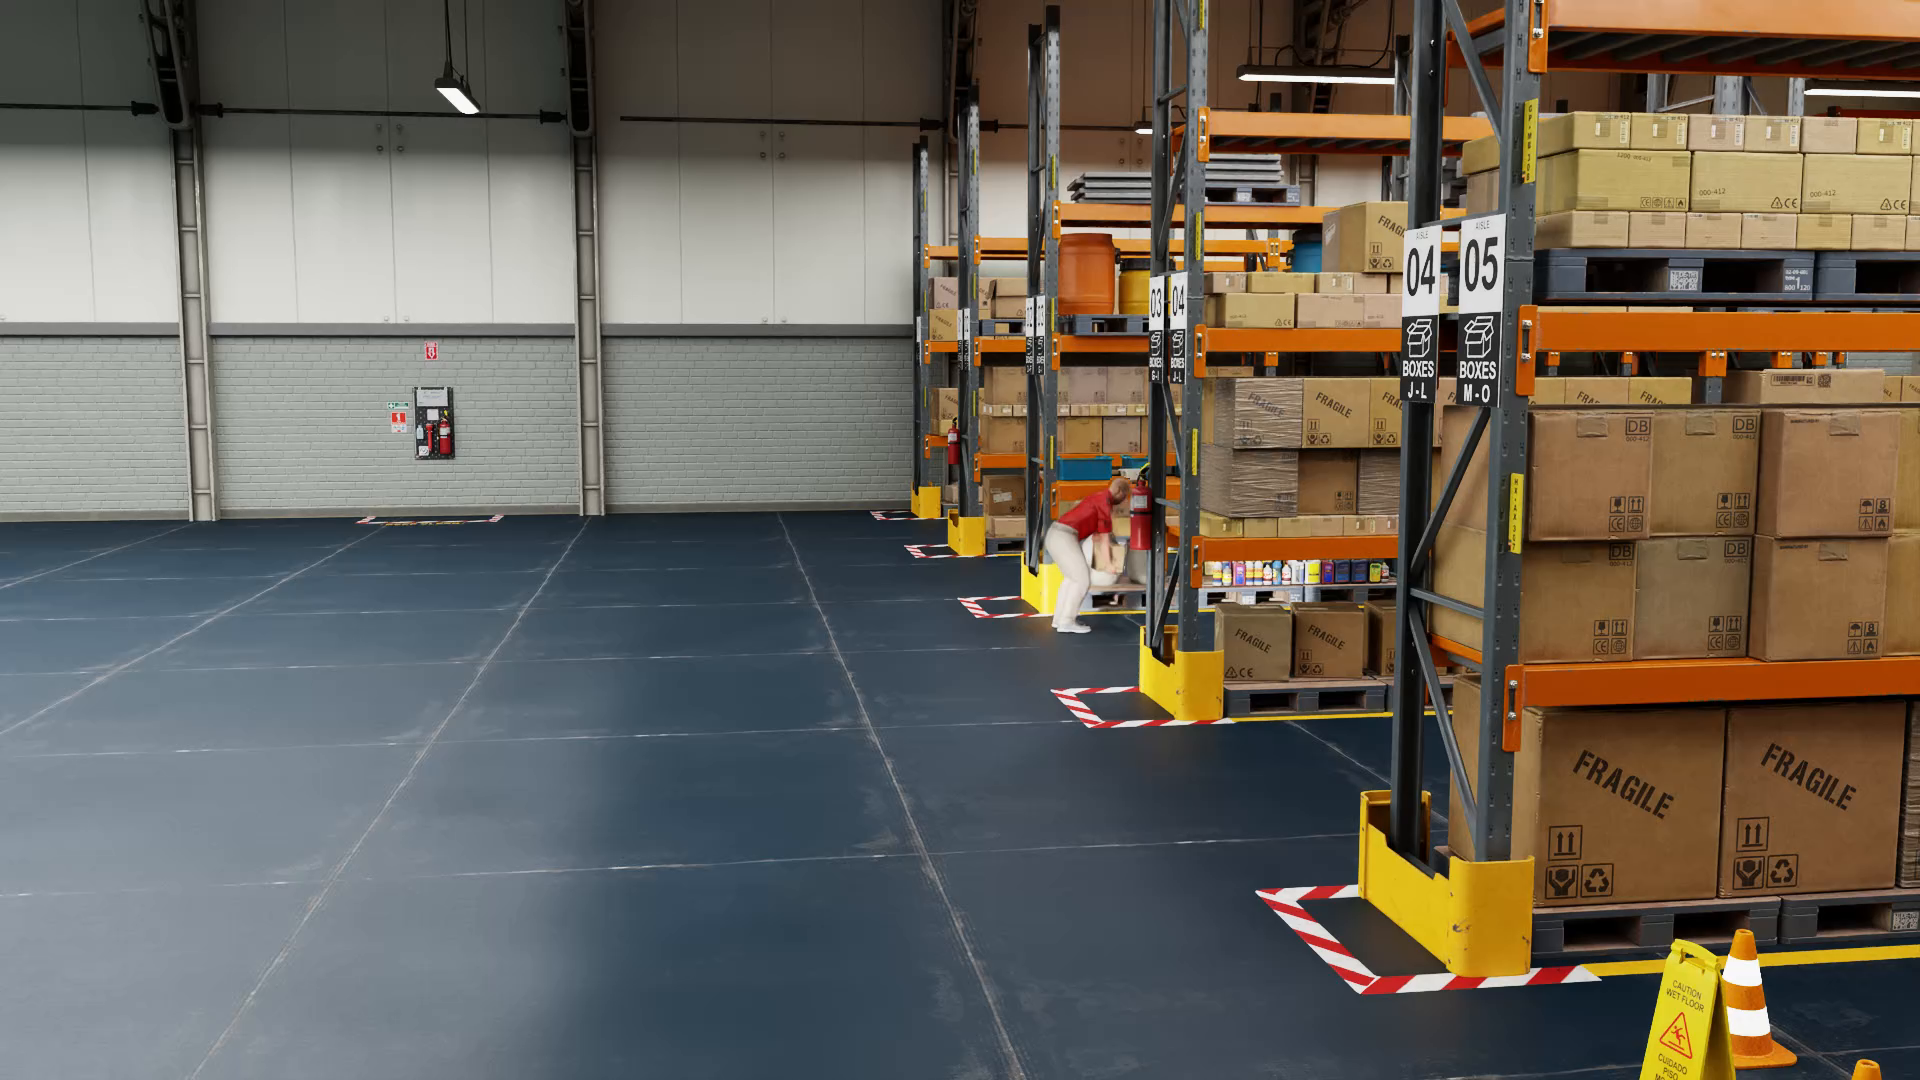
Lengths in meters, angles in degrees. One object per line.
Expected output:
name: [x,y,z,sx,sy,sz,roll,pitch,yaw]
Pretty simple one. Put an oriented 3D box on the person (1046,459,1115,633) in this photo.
person: [1.138,0.051,15.806,0.623,1.632,0.482,-1,7,-10]
